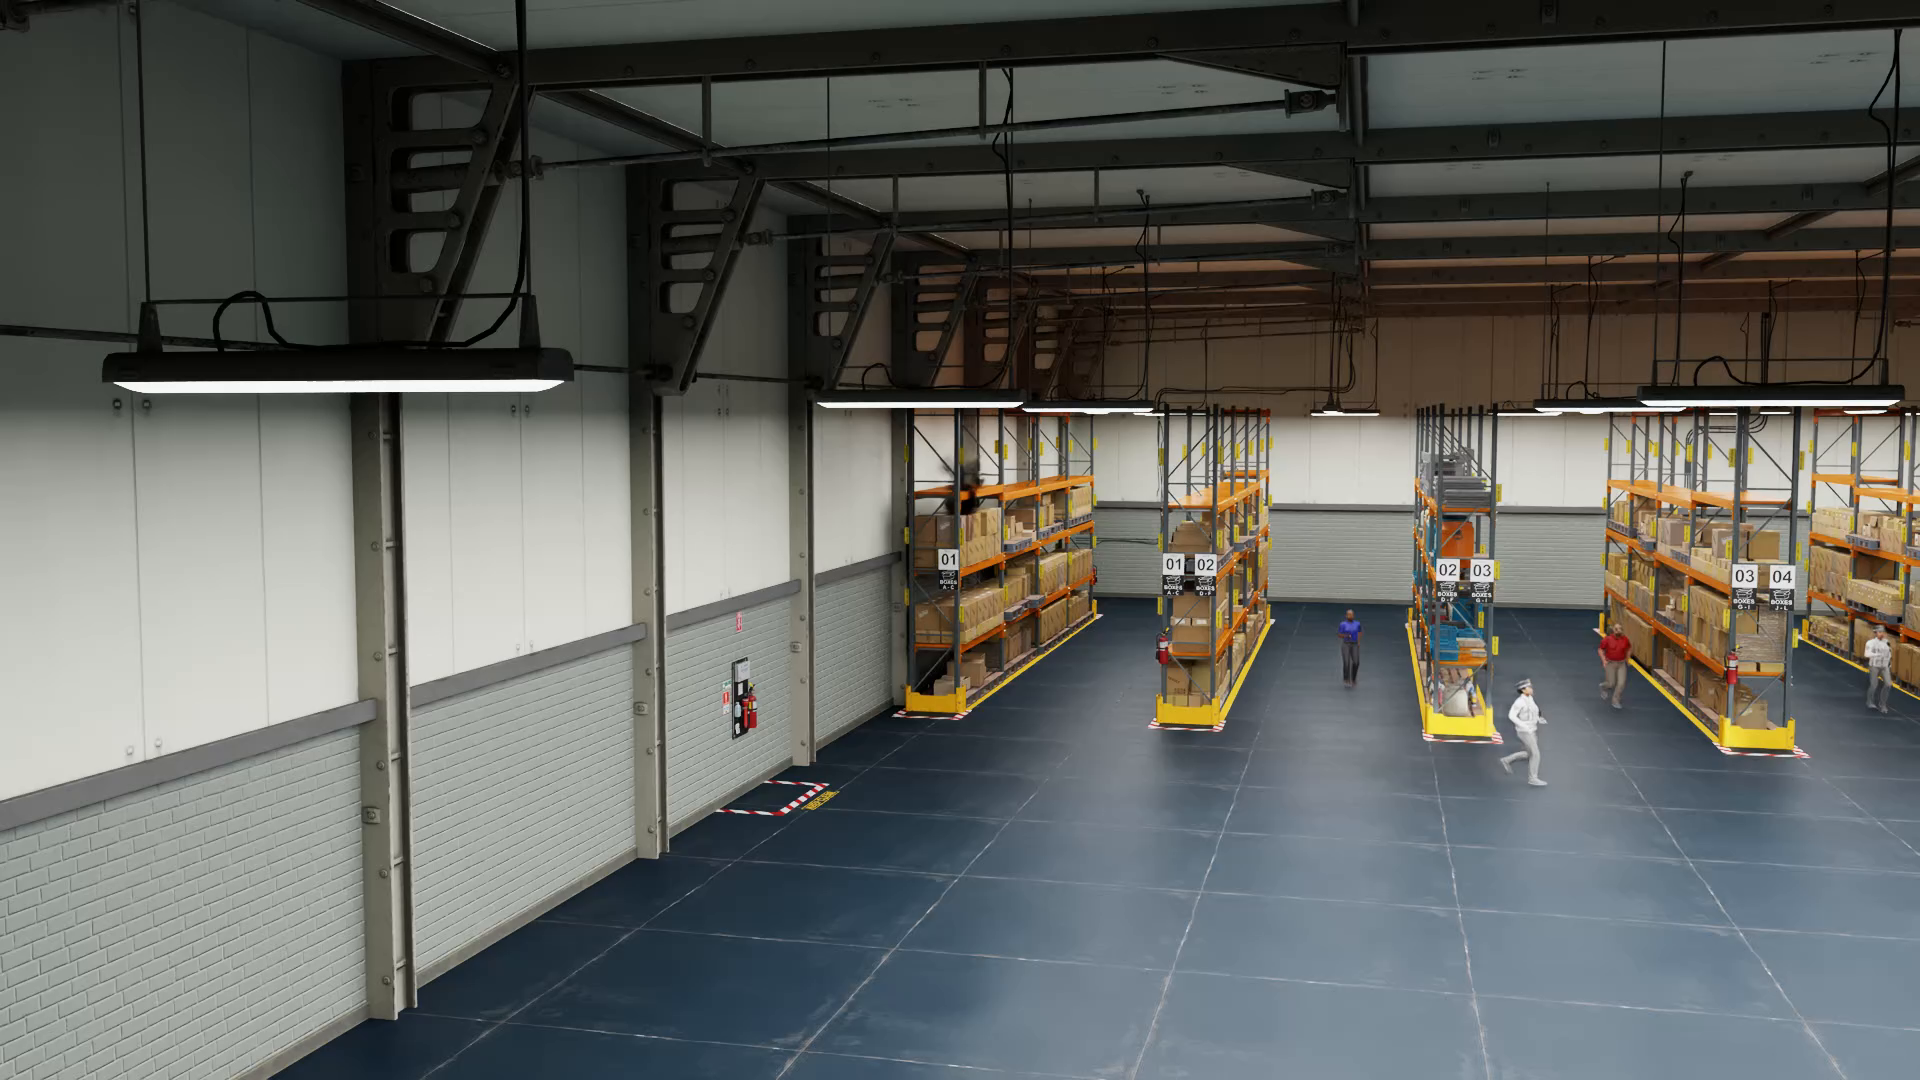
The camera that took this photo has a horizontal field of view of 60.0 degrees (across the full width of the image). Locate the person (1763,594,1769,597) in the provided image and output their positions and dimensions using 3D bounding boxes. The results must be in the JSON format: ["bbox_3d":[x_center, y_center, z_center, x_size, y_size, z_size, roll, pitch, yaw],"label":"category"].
[{"bbox_3d":[20.672,1.817,43.166,0.627,1.577,0.728,2,5,27],"label":"person"}]

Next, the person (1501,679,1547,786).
[{"bbox_3d":[8.858,2.995,26.064,0.726,1.655,0.625,3,5,39],"label":"person"}]

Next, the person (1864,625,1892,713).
[{"bbox_3d":[17.985,2.514,32.511,0.592,1.734,0.684,1,4,7],"label":"person"}]

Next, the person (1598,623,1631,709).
[{"bbox_3d":[13.029,2.482,33.110,0.650,1.680,0.652,0,4,3],"label":"person"}]

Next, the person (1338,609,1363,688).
[{"bbox_3d":[8.341,2.325,35.489,0.558,1.685,0.667,0,4,4],"label":"person"}]
